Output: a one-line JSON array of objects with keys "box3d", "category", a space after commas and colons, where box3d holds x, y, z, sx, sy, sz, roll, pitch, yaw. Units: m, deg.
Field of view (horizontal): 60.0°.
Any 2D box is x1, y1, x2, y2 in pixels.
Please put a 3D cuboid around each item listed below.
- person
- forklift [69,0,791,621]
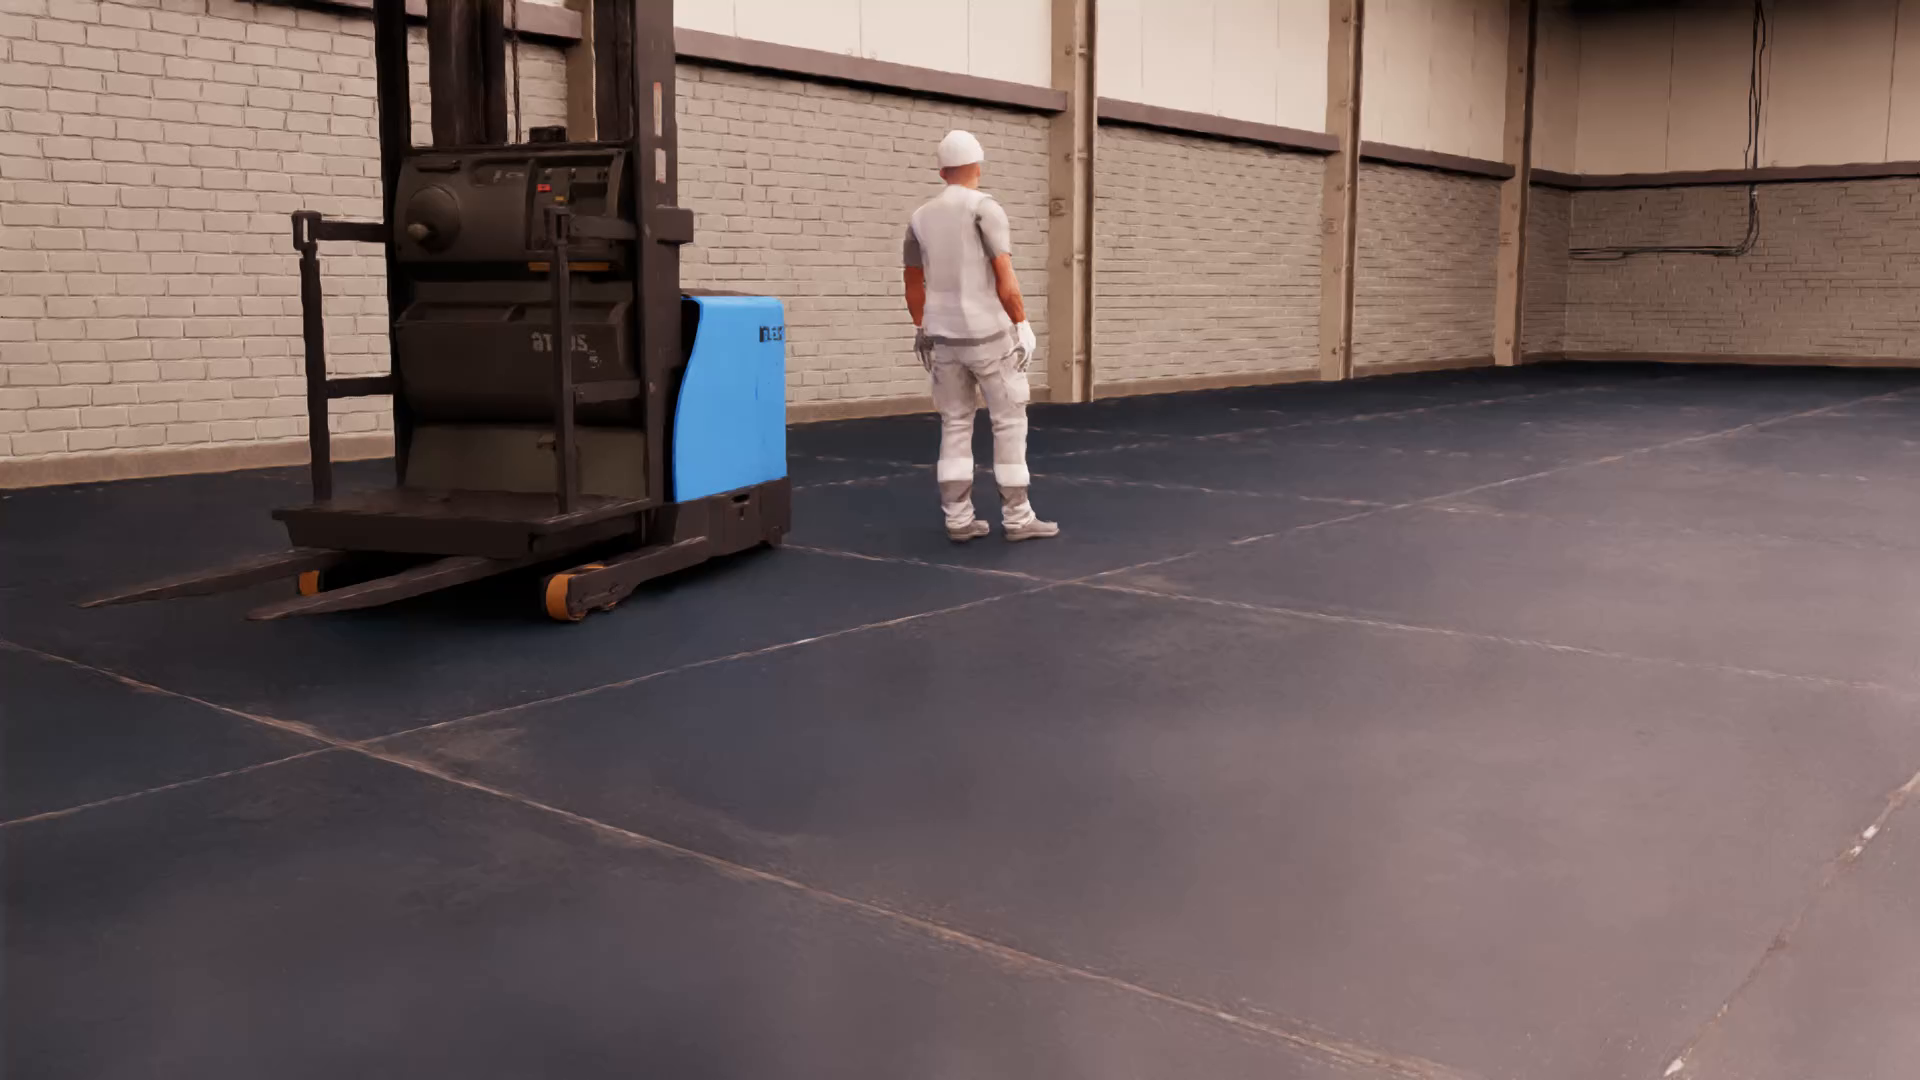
[{"box3d": [0.081, -0.897, 7.372, 0.678, 1.791, 0.531, 6, 10, 36], "category": "person"}, {"box3d": [-1.687, -1.243, 5.776, 1.130, 2.935, 3.031, 3, 9, 19], "category": "forklift"}]
